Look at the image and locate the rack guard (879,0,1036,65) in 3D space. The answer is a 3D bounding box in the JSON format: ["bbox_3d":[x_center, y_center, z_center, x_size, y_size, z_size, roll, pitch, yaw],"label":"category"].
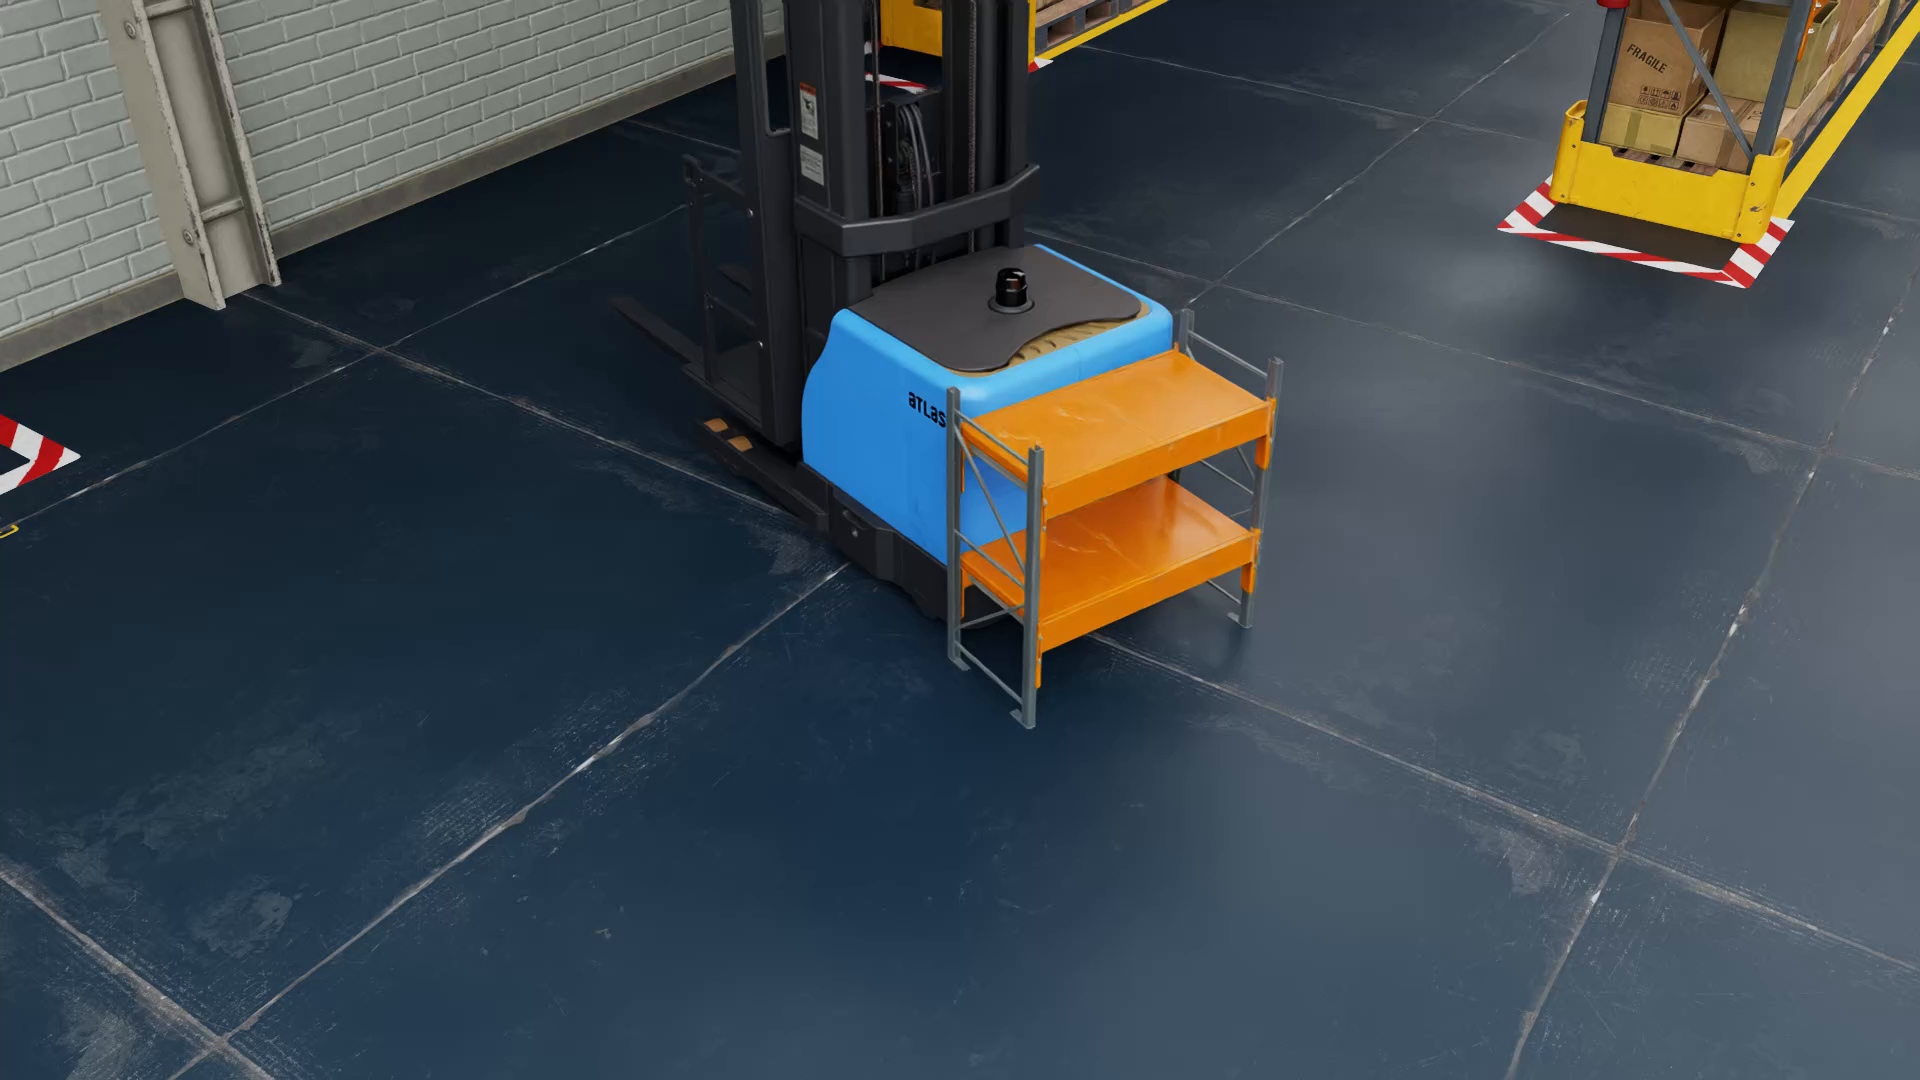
[{"bbox_3d":[-0.026,-3.715,11.797,1.175,0.500,0.348,21,39,28],"label":"rack guard"}]

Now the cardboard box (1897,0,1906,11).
[{"bbox_3d":[6.717,-4.117,12.240,0.500,0.250,0.500,20,39,27],"label":"cardboard box"}]

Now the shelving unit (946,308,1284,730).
[{"bbox_3d":[0.526,-0.086,5.874,1.048,1.125,0.538,-21,39,-28],"label":"shelving unit"}]

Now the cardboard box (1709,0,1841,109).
[{"bbox_3d":[4.774,-2.887,9.751,0.500,0.500,0.500,21,39,28],"label":"cardboard box"}]

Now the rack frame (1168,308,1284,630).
[{"bbox_3d":[0.945,-0.248,6.113,0.032,1.125,0.500,-21,39,-28],"label":"rack frame"}]

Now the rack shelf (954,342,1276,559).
[{"bbox_3d":[0.526,-0.329,5.710,1.000,0.278,0.538,-21,39,-28],"label":"rack shelf"}]

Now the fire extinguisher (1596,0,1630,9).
[{"bbox_3d":[3.553,-3.197,8.869,0.296,0.674,0.183,21,39,28],"label":"fire extinguisher"}]

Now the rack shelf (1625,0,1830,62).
[{"bbox_3d":[5.143,-3.757,10.270,1.077,0.370,4.000,21,39,28],"label":"rack shelf"}]

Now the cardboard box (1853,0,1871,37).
[{"bbox_3d":[5.622,-3.580,10.777,0.500,0.500,0.500,21,39,28],"label":"cardboard box"}]

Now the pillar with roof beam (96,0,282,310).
[{"bbox_3d":[-0.265,-3.663,4.133,9.100,9.000,0.400,21,39,28],"label":"pillar with roof beam"}]

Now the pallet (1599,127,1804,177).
[{"bbox_3d":[4.404,-2.345,10.029,1.003,0.211,1.213,21,39,28],"label":"pallet"}]

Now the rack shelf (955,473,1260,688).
[{"bbox_3d":[0.526,0.116,6.011,1.000,0.278,0.538,-21,39,-28],"label":"rack shelf"}]

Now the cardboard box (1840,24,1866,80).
[{"bbox_3d":[5.632,-3.266,10.981,0.500,0.250,0.500,21,39,28],"label":"cardboard box"}]

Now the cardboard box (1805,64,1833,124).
[{"bbox_3d":[5.058,-2.807,10.302,0.500,0.250,0.500,21,39,28],"label":"cardboard box"}]

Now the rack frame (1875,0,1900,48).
[{"bbox_3d":[6.283,-4.976,11.430,1.000,3.000,0.127,21,39,28],"label":"rack frame"}]

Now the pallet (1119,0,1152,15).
[{"bbox_3d":[1.163,-4.517,13.241,1.003,0.211,1.213,21,39,28],"label":"pallet"}]

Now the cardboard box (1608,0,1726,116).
[{"bbox_3d":[4.064,-2.822,9.656,0.500,0.500,0.500,21,39,28],"label":"cardboard box"}]

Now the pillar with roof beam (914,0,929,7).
[{"bbox_3d":[3.156,-6.424,8.216,9.100,9.000,0.400,21,39,28],"label":"pillar with roof beam"}]

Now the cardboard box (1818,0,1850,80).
[{"bbox_3d":[5.049,-3.121,10.098,0.500,0.500,0.500,21,39,28],"label":"cardboard box"}]

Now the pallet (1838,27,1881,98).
[{"bbox_3d":[5.795,-3.468,11.690,1.003,0.211,1.213,21,39,28],"label":"pallet"}]

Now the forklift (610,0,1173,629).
[{"bbox_3d":[-0.505,-1.648,6.571,1.130,2.935,3.031,-24,41,-31],"label":"forklift"}]

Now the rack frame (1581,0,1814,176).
[{"bbox_3d":[4.002,-3.135,8.708,1.000,3.000,0.127,21,39,28],"label":"rack frame"}]

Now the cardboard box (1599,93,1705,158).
[{"bbox_3d":[4.065,-2.511,9.865,0.500,0.250,0.500,21,39,28],"label":"cardboard box"}]

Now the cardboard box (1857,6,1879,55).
[{"bbox_3d":[5.905,-3.500,11.328,0.500,0.250,0.500,21,39,28],"label":"cardboard box"}]

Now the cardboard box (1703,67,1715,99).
[{"bbox_3d":[4.341,-2.745,10.211,0.500,0.250,0.500,21,39,28],"label":"cardboard box"}]

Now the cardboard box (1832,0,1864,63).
[{"bbox_3d":[5.348,-3.346,10.430,0.500,0.500,0.500,21,39,28],"label":"cardboard box"}]

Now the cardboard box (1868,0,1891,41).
[{"bbox_3d":[6.198,-3.727,11.664,0.500,0.250,0.500,21,39,28],"label":"cardboard box"}]

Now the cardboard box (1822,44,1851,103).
[{"bbox_3d":[5.348,-3.035,10.640,0.500,0.250,0.500,21,39,28],"label":"cardboard box"}]

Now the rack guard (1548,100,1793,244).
[{"bbox_3d":[3.989,-2.088,9.392,1.175,0.500,0.348,21,39,28],"label":"rack guard"}]

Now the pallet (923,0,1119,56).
[{"bbox_3d":[0.466,-3.958,12.414,1.003,0.211,1.213,21,39,28],"label":"pallet"}]

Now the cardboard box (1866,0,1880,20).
[{"bbox_3d":[5.904,-3.812,11.119,0.500,0.500,0.500,21,39,28],"label":"cardboard box"}]

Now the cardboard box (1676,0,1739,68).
[{"bbox_3d":[4.622,-3.287,10.343,0.500,0.500,0.500,21,39,28],"label":"cardboard box"}]

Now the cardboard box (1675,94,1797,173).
[{"bbox_3d":[4.491,-2.346,9.620,0.500,0.250,0.500,21,39,28],"label":"cardboard box"}]

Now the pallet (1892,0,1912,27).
[{"bbox_3d":[6.671,-4.172,12.731,1.003,0.211,1.213,21,39,28],"label":"pallet"}]

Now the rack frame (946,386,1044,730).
[{"bbox_3d":[0.108,0.075,5.635,0.032,1.125,0.500,-21,39,-28],"label":"rack frame"}]

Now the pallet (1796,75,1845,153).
[{"bbox_3d":[5.100,-2.904,10.856,1.003,0.211,1.213,21,39,28],"label":"pallet"}]

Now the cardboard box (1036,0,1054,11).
[{"bbox_3d":[0.399,-4.073,12.103,0.500,0.311,0.500,17,37,23],"label":"cardboard box"}]

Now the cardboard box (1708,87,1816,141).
[{"bbox_3d":[4.773,-2.577,9.962,0.500,0.250,0.500,21,39,28],"label":"cardboard box"}]
